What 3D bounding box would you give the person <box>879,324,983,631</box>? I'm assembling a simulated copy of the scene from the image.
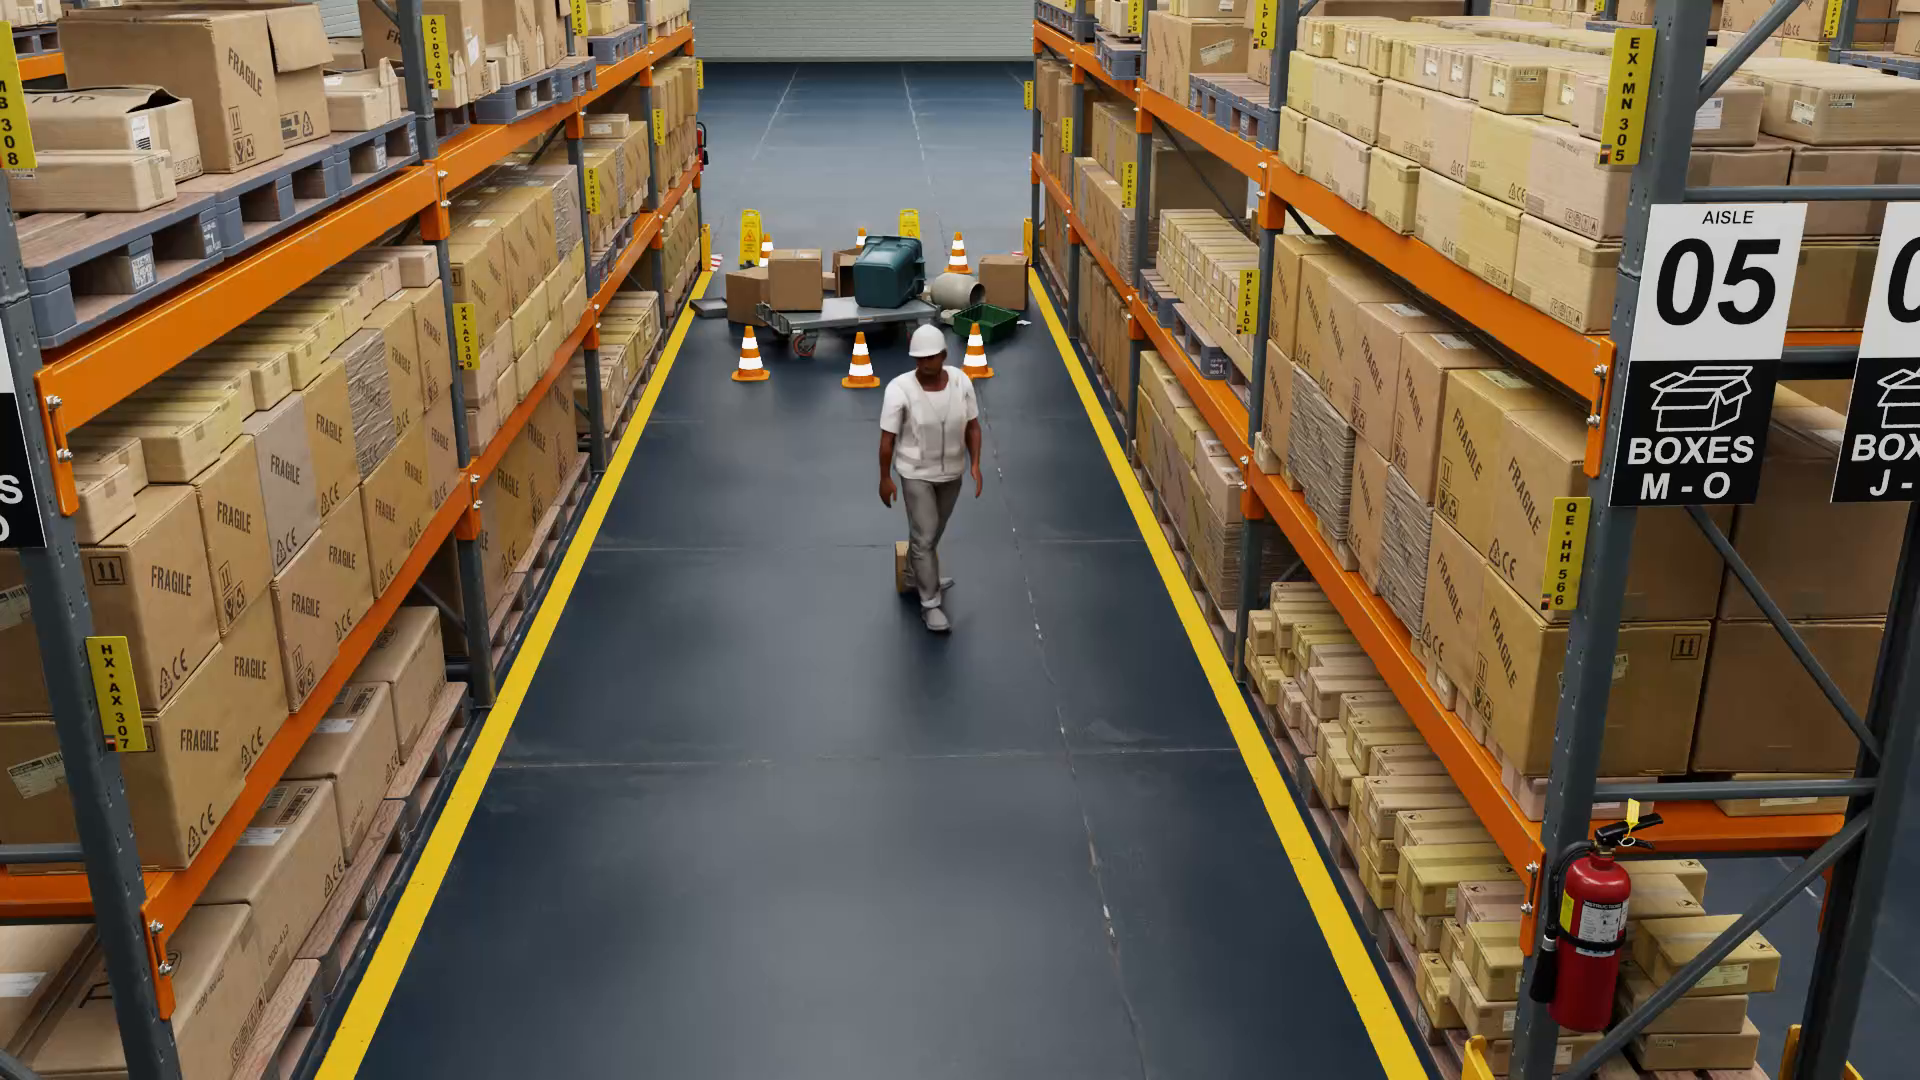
[{"bbox_3d":[-0.181,-0.393,9.609,0.582,1.763,0.716,-11,23,-28],"label":"person"}]
